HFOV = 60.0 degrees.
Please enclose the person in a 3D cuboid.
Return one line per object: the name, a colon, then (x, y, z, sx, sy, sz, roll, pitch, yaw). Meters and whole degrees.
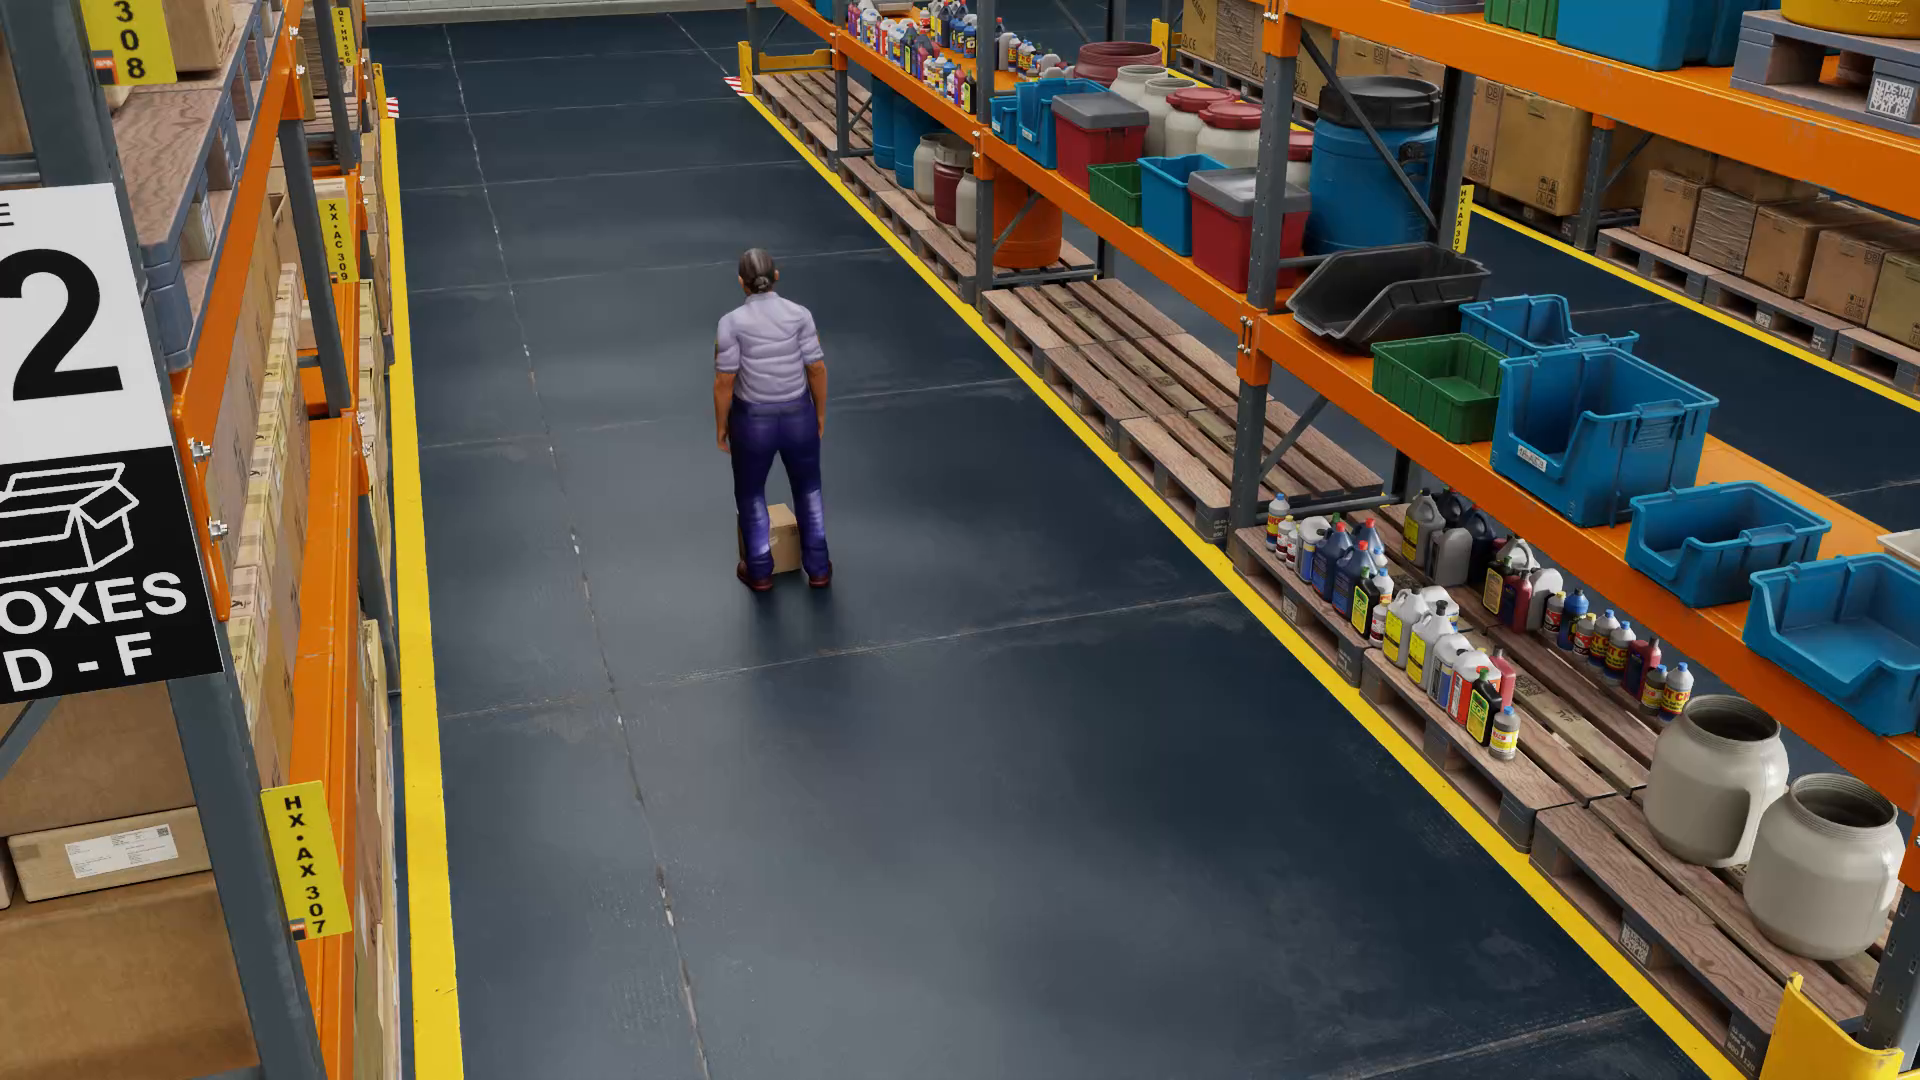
person: (-0.867, -0.530, 7.703, 0.541, 1.637, 0.413, -8, 28, -16)
